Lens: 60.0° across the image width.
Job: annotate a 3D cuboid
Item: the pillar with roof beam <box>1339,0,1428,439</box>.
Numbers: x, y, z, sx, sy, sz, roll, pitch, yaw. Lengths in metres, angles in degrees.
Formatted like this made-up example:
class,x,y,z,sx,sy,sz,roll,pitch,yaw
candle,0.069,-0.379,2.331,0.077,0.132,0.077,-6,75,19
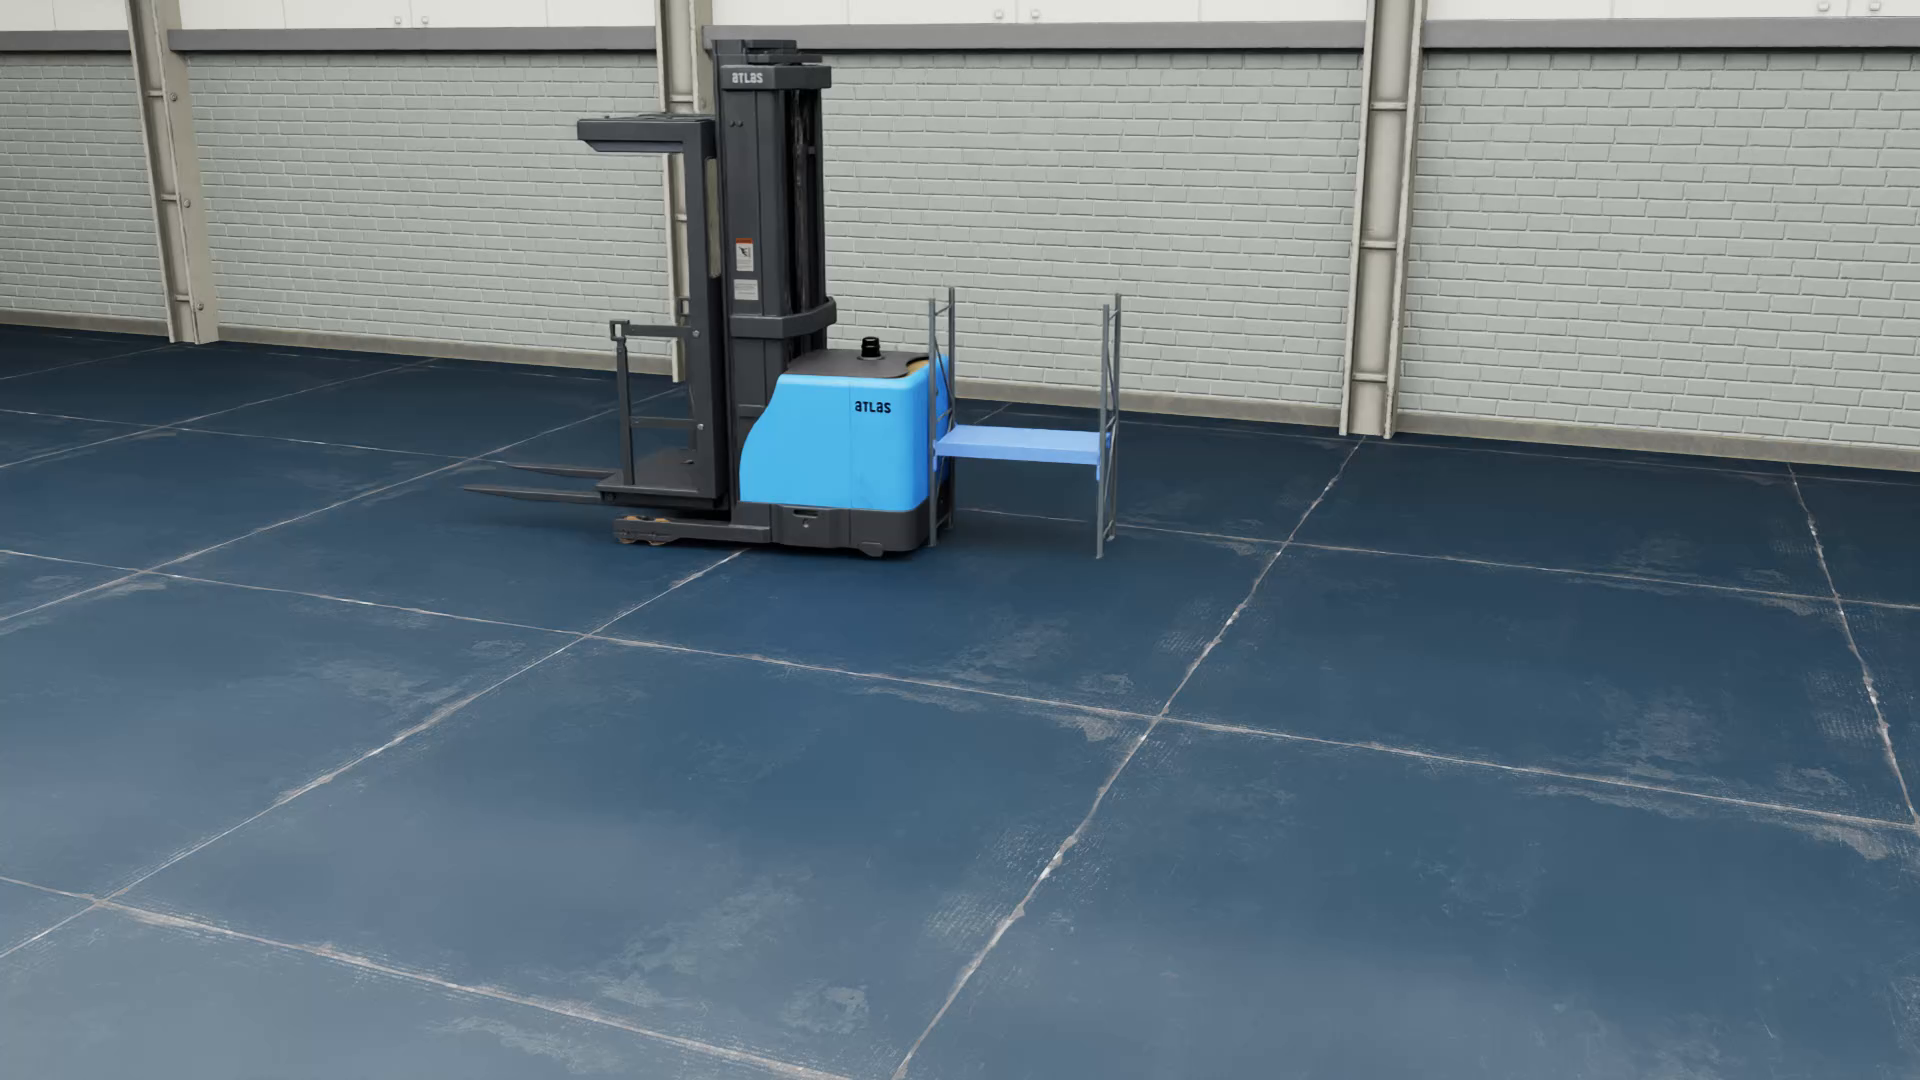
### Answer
class,x,y,z,sx,sy,sz,roll,pitch,yaw
pillar with roof beam,1.626,-4.049,7.981,0.400,9.000,9.100,6,17,21

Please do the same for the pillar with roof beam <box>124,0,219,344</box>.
class,x,y,z,sx,sy,sz,roll,pitch,yaw
pillar with roof beam,-9.537,-5.277,12.209,0.400,9.000,9.100,6,17,21

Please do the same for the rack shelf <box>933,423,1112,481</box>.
class,x,y,z,sx,sy,sz,roll,pitch,yaw
rack shelf,0.387,-0.536,9.976,1.000,0.185,0.538,4,17,13

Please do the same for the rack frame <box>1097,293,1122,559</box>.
class,x,y,z,sx,sy,sz,roll,pitch,yaw
rack frame,0.880,-0.675,9.807,0.032,1.500,0.500,4,17,13

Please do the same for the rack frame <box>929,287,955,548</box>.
class,x,y,z,sx,sy,sz,roll,pitch,yaw
rack frame,-0.106,-0.743,10.044,0.032,1.500,0.500,4,17,13

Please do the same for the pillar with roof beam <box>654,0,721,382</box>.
class,x,y,z,sx,sy,sz,roll,pitch,yaw
pillar with roof beam,-3.956,-4.663,10.095,0.400,9.000,9.100,6,17,21

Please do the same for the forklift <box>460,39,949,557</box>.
class,x,y,z,sx,sy,sz,roll,pitch,yaw
forklift,-1.615,-1.509,10.114,3.031,2.935,1.130,4,17,14

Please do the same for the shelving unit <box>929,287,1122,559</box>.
class,x,y,z,sx,sy,sz,roll,pitch,yaw
shelving unit,0.387,-0.709,9.925,1.048,1.500,0.538,4,17,13
